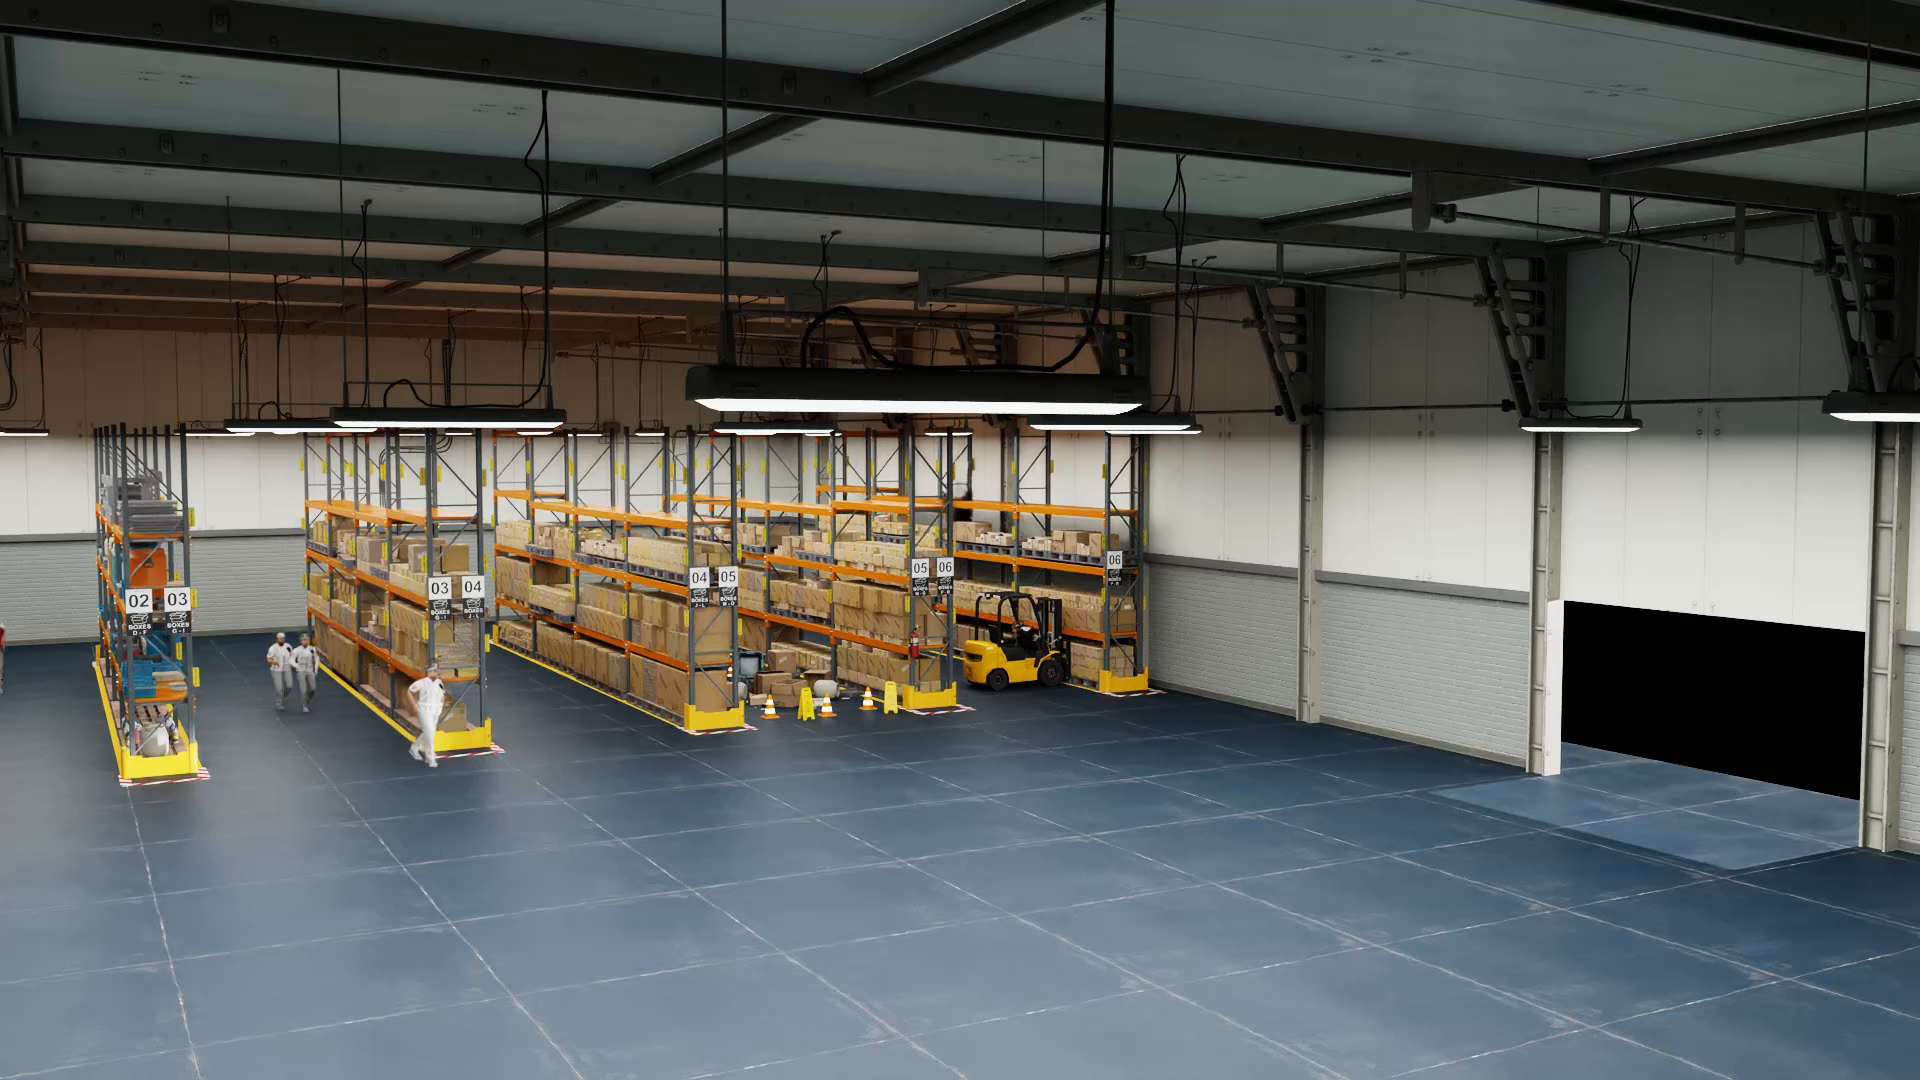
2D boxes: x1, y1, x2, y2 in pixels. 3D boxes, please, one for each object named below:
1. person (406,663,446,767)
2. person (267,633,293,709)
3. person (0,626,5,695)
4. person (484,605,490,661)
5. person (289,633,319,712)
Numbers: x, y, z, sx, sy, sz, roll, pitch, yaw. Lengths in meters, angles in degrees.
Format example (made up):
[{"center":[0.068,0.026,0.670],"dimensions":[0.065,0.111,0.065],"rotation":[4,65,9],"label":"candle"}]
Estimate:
[{"center":[-9.405,3.090,29.446],"dimensions":[0.834,1.833,0.679],"rotation":[2,4,29],"label":"person"},{"center":[-14.350,2.775,35.238],"dimensions":[0.607,1.624,0.547],"rotation":[-3,4,-38],"label":"person"},{"center":[-21.876,2.582,37.547],"dimensions":[0.617,1.748,0.937],"rotation":[-3,4,-37],"label":"person"},{"center":[-12.532,2.291,43.255],"dimensions":[0.613,1.692,0.880],"rotation":[-2,4,-25],"label":"person"},{"center":[-13.714,2.782,34.857],"dimensions":[0.631,1.653,0.514],"rotation":[-2,4,-33],"label":"person"}]
